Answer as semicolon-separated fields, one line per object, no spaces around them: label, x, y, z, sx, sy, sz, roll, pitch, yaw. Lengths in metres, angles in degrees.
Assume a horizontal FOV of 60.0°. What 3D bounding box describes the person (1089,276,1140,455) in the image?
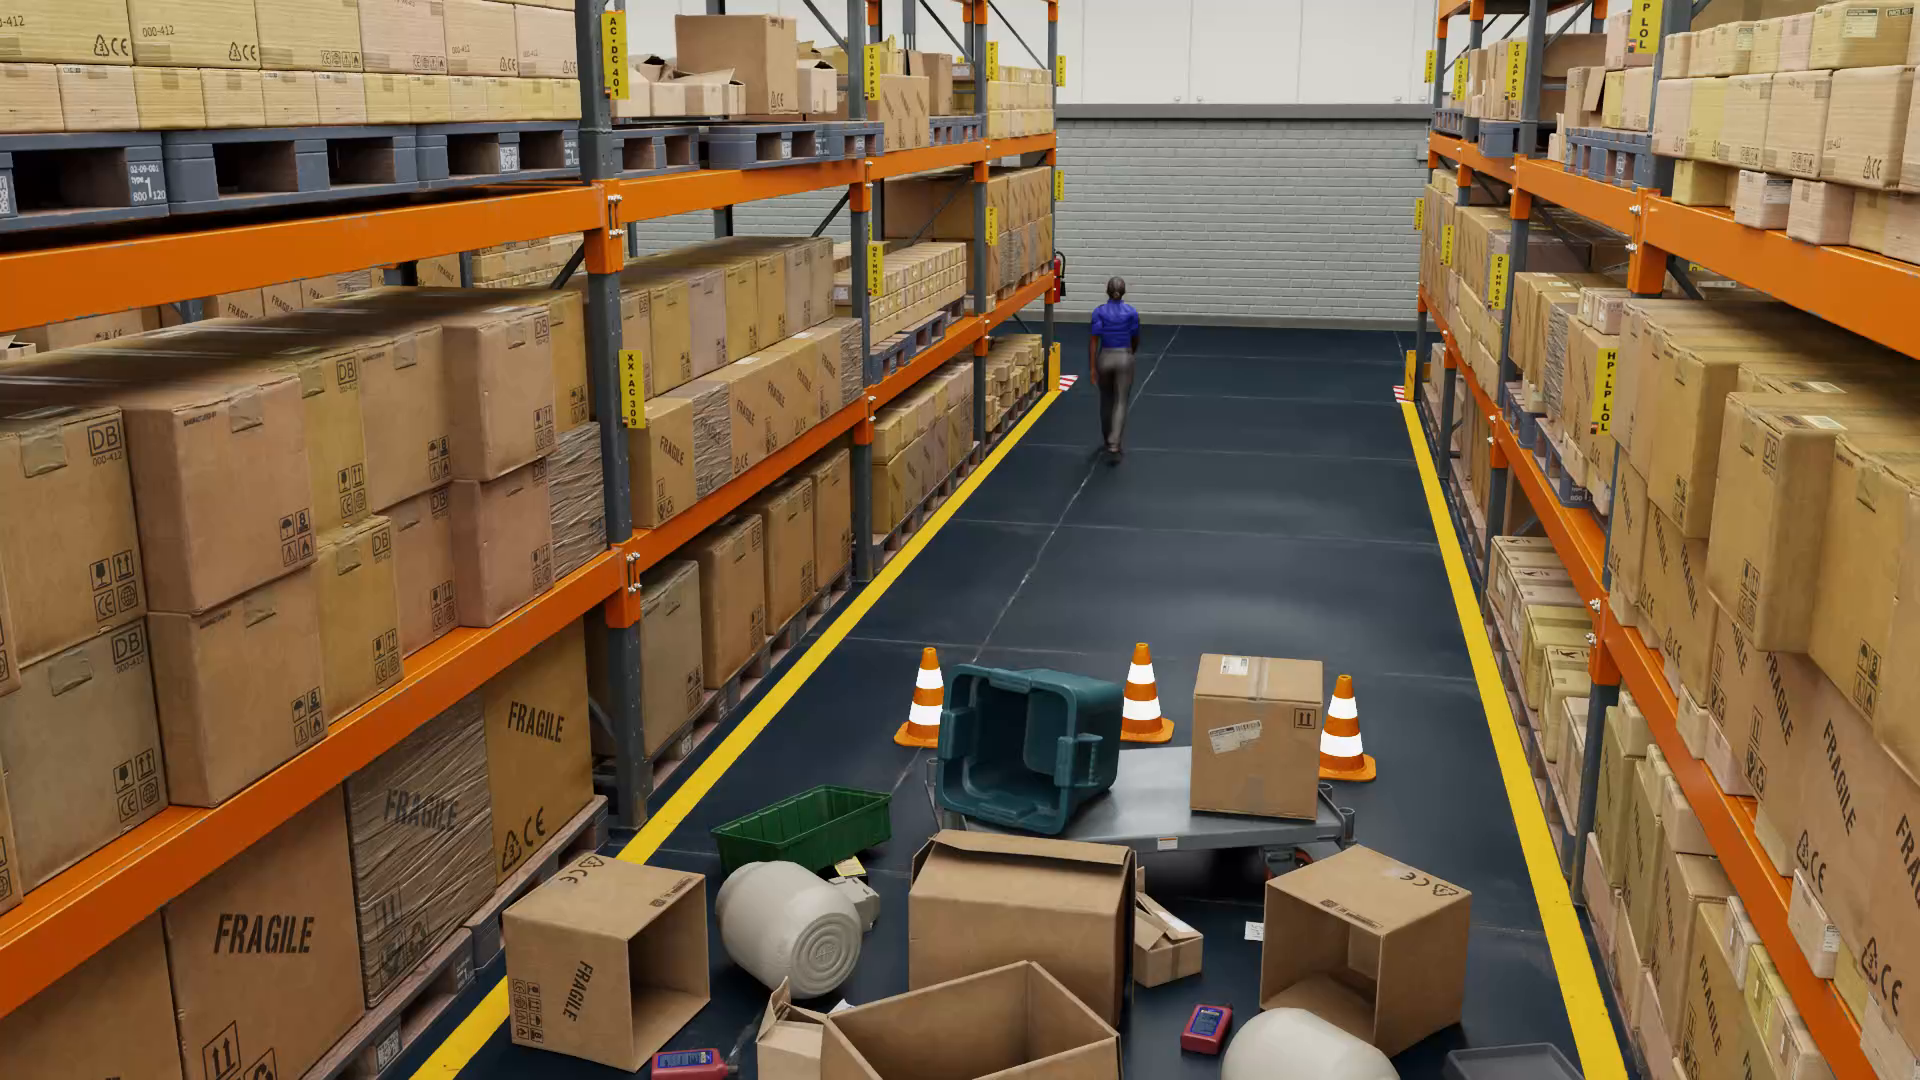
person;1.405;-1.588;15.073;0.430;1.582;1.037;4;15;15
